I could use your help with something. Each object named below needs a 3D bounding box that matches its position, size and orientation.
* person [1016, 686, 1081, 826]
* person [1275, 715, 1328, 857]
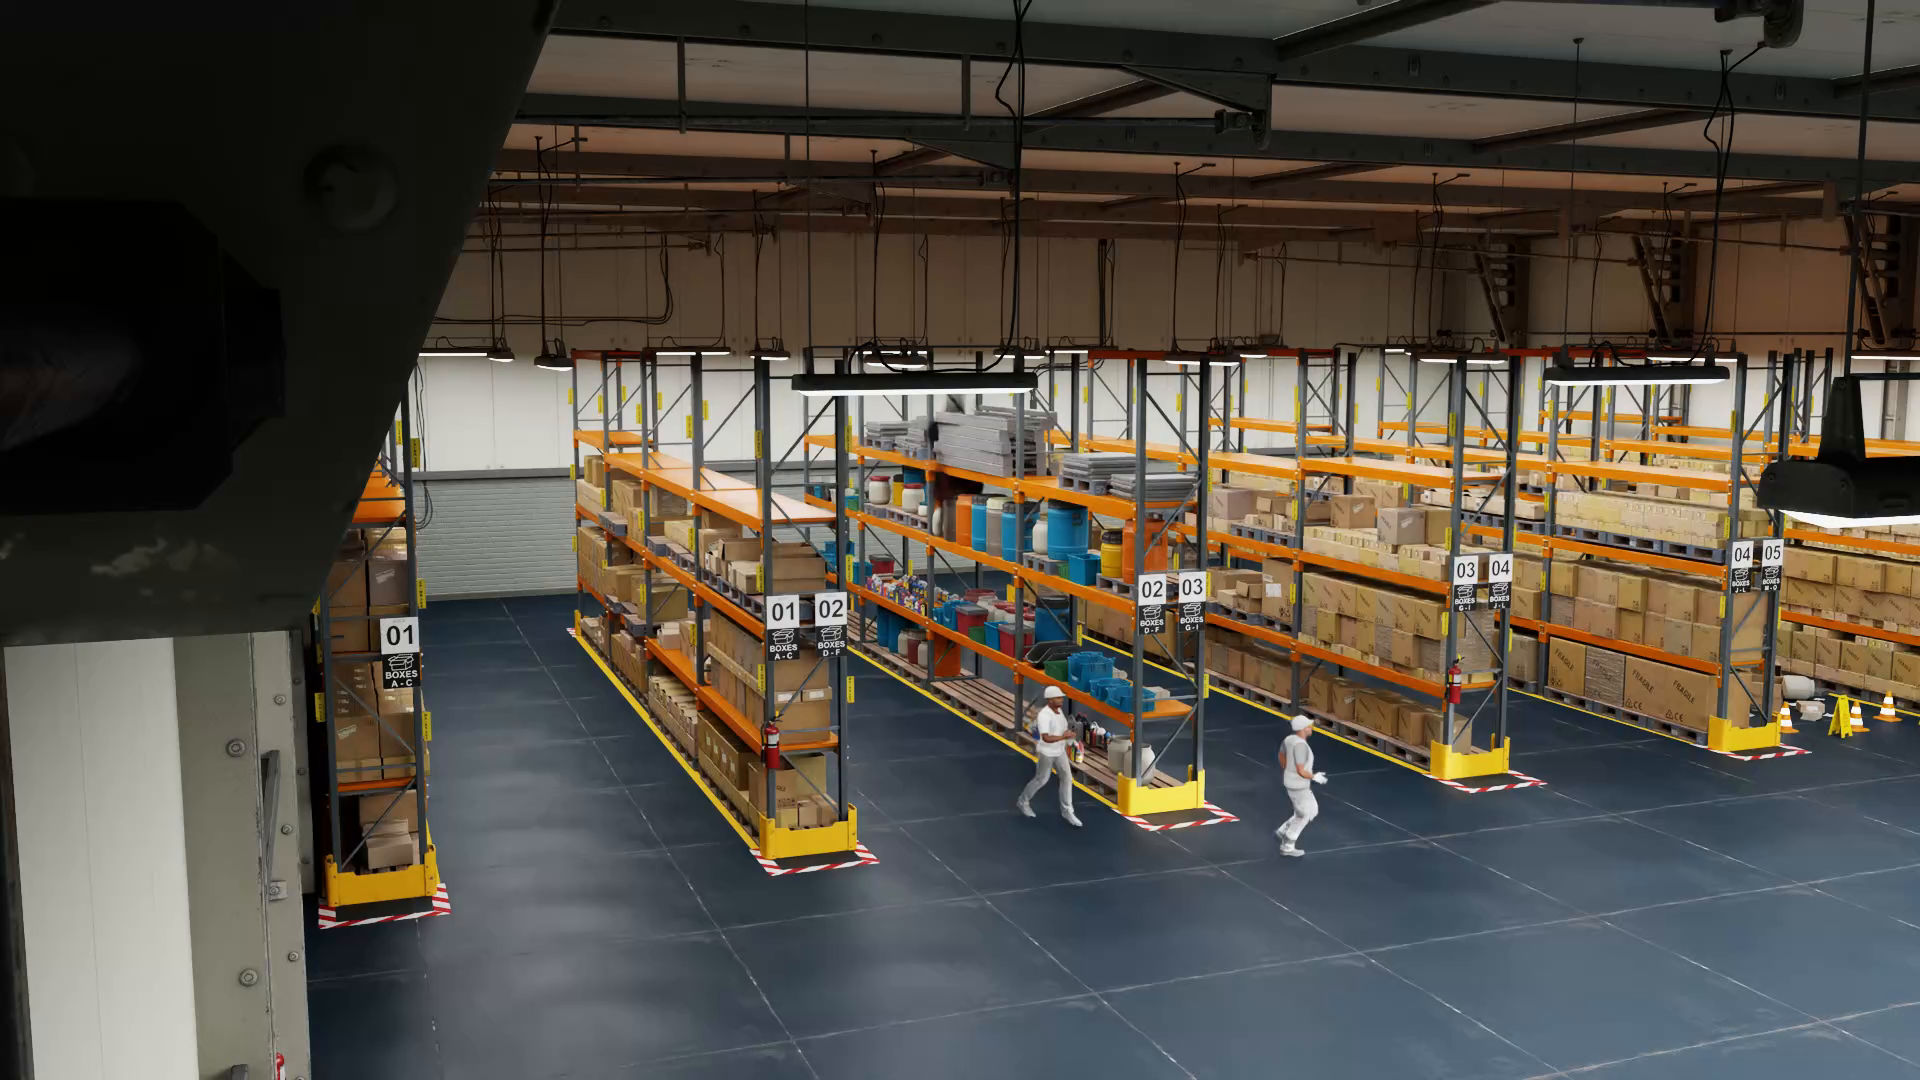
[{"bbox_3d":[1.154,2.769,21.508,0.897,1.803,0.681,4,8,32],"label":"person"},{"bbox_3d":[4.123,2.971,20.072,0.579,1.744,0.655,0,7,3],"label":"person"}]
